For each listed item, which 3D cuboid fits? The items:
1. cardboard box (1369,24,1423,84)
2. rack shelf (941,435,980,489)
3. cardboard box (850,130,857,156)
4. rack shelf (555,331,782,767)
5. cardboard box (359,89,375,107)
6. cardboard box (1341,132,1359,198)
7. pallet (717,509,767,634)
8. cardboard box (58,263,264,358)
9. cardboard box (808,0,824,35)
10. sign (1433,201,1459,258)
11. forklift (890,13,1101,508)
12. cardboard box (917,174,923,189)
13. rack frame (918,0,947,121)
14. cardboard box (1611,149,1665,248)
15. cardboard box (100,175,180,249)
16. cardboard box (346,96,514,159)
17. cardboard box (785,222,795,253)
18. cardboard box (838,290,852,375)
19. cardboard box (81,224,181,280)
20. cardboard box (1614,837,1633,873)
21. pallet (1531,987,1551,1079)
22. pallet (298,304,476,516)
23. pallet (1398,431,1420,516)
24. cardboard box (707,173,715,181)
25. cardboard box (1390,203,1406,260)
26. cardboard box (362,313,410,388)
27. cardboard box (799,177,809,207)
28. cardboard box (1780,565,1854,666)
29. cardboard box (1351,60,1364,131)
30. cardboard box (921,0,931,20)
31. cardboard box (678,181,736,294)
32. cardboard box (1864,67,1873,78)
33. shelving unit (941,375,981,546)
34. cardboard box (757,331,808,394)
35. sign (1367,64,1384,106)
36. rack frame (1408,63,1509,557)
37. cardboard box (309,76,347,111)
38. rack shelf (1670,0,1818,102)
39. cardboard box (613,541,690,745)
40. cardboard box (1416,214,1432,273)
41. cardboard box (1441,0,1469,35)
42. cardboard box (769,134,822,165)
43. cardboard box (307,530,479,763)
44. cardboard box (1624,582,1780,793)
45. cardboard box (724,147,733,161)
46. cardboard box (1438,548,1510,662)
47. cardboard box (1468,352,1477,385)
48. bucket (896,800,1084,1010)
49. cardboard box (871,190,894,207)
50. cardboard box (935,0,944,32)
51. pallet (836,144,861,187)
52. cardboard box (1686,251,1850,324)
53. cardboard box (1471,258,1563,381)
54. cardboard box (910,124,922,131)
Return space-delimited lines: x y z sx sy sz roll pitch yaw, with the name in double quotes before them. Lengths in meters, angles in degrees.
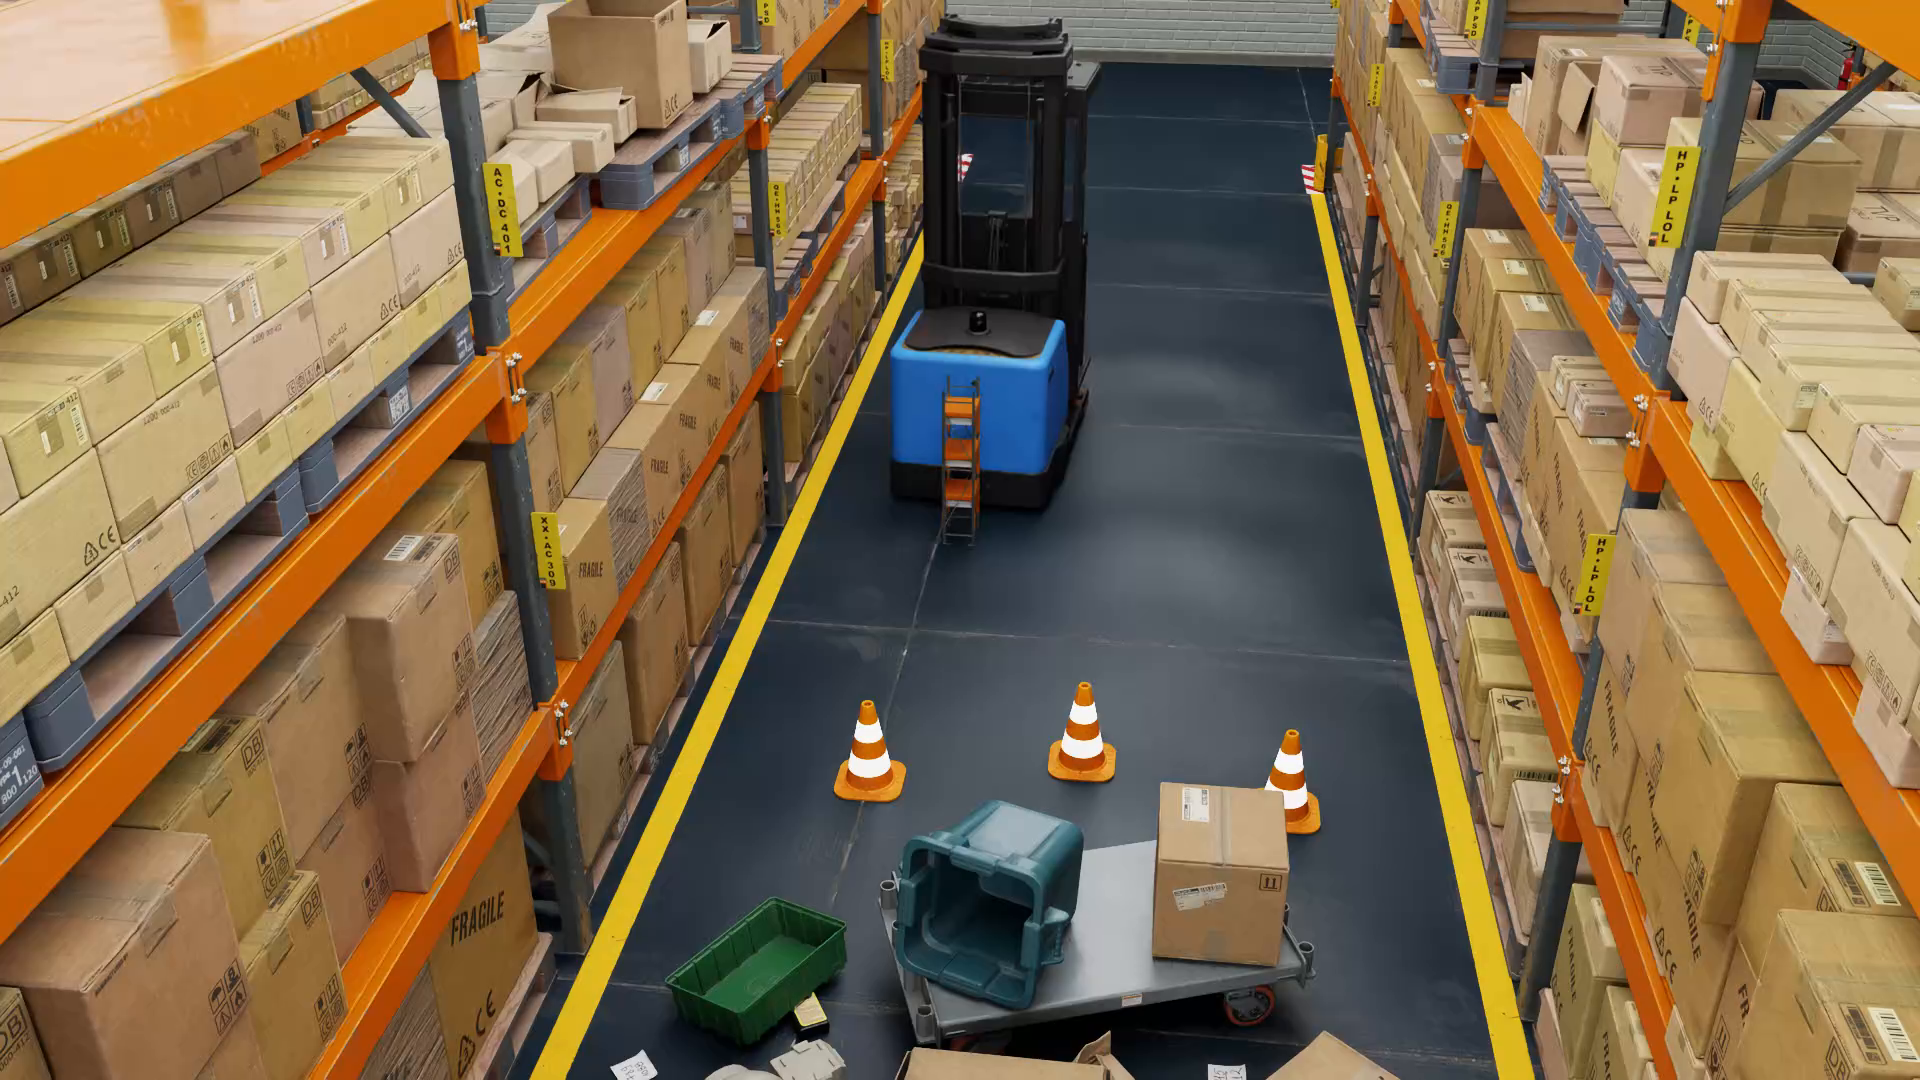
"cardboard box" 3.578 -3.821 13.313 0.500 0.500 0.500 3 28 6
"rack shelf" 0.007 -0.478 10.345 0.215 0.259 0.240 3 28 6
"cardboard box" -1.014 -3.092 12.942 0.380 0.149 0.250 4 29 6
"rack shelf" -1.866 -0.198 8.505 1.077 0.370 4.000 3 28 6
"cardboard box" -5.580 -4.056 15.172 0.380 0.149 0.250 3 28 5
"cardboard box" 4.303 -3.722 16.547 0.875 0.438 0.875 2 28 4
"pallet" -1.792 0.138 10.063 1.003 0.211 1.213 3 28 6
"cardboard box" -1.995 -0.578 4.167 0.380 0.149 0.250 3 28 6
"cardboard box" -1.176 -3.545 10.692 0.500 0.500 0.500 3 28 6
"sign" 2.753 -1.756 9.419 0.100 0.325 0.005 3 28 6
"forklift" 0.342 -2.180 11.497 1.130 2.935 3.031 6 29 10
"cardboard box" -0.534 -3.528 16.178 0.380 0.149 0.250 4 29 7
"rack frame" -0.640 -5.222 17.072 1.000 3.000 0.127 3 28 6
"cardboard box" 2.809 -1.294 6.334 0.500 0.250 0.500 4 29 7
"cardboard box" -2.554 -0.972 4.897 0.380 0.149 0.250 3 28 6
"cardboard box" -2.178 -1.651 6.891 0.500 0.250 0.500 3 28 6
"cardboard box" -1.300 -1.983 10.882 0.380 0.149 0.250 5 29 9
"cardboard box" -1.102 -1.578 12.501 0.500 0.500 0.500 3 28 5
"cardboard box" -2.509 -0.736 4.880 0.500 0.250 0.500 3 28 6
"cardboard box" 2.478 1.029 5.734 0.380 0.149 0.250 4 29 8
"pallet" 2.767 2.213 6.212 1.003 0.211 1.213 3 28 6
"pallet" -2.221 -0.470 5.183 1.003 0.211 1.213 3 28 6
"pallet" 3.476 -0.355 10.979 1.003 0.211 1.213 3 28 6
"cardboard box" -1.887 -2.405 11.352 0.380 0.149 0.250 3 28 6
"cardboard box" 3.268 -2.122 11.477 0.500 0.250 0.500 3 28 5
"cardboard box" -1.899 -0.582 5.013 0.380 0.149 0.250 4 29 7
"cardboard box" -1.240 -2.367 11.281 0.380 0.149 0.250 3 28 6
"cardboard box" 2.288 0.191 4.127 0.380 0.149 0.250 3 28 5
"cardboard box" 3.702 -3.856 14.432 0.500 0.500 0.500 3 28 5
"cardboard box" -0.566 -5.123 15.416 0.500 0.500 0.500 5 29 9
"cardboard box" -1.686 -1.730 9.430 0.700 0.500 0.500 3 28 6
"cardboard box" 8.899 -4.446 15.896 0.380 0.149 0.250 3 28 6
"shelving unit" 0.007 -0.487 10.340 0.215 1.050 0.252 3 28 6
"cardboard box" -1.296 -1.181 10.974 0.500 0.250 0.500 2 28 4
"sign" 3.244 -3.546 12.966 0.100 0.325 0.005 3 28 6
"rack frame" 3.304 -1.216 9.637 1.000 3.000 0.127 3 28 6
"cardboard box" -5.723 -3.946 14.548 0.500 0.250 0.500 3 28 5
"rack shelf" 3.059 -2.423 6.732 1.077 0.370 4.000 3 28 6
"cardboard box" -2.002 0.481 8.416 1.050 0.750 0.750 3 28 6
"cardboard box" 3.171 -1.854 10.453 0.500 0.250 0.500 3 28 5
"cardboard box" 3.237 -3.243 9.687 0.700 0.500 0.500 2 28 4
"cardboard box" -1.178 -2.735 11.650 0.380 0.149 0.250 3 28 5
"cardboard box" -2.142 0.323 5.484 0.875 0.550 0.550 3 28 6
"cardboard box" 2.461 0.485 5.005 0.700 0.500 0.500 4 29 6
"cardboard box" -1.822 -2.781 11.736 0.380 0.149 0.250 4 29 8
"cardboard box" 3.143 0.369 9.022 0.950 0.372 0.625 3 28 5
"cardboard box" 2.933 -0.891 8.855 0.380 0.149 0.250 2 28 3
"bucket" 0.161 1.397 6.636 0.726 0.611 0.620 14 21 24
"cardboard box" -0.799 -3.053 14.982 0.380 0.149 0.250 3 28 5
"cardboard box" -0.440 -5.170 16.558 0.500 0.500 0.500 4 29 7
"pallet" -1.369 -2.903 12.971 1.003 0.211 1.213 3 28 6
"cardboard box" 2.452 -0.765 5.061 0.380 0.149 0.250 3 28 5
"cardboard box" 2.963 -1.132 8.618 0.500 0.500 0.500 5 29 9
"cardboard box" -0.454 -4.150 17.018 0.380 0.149 0.250 4 29 7
